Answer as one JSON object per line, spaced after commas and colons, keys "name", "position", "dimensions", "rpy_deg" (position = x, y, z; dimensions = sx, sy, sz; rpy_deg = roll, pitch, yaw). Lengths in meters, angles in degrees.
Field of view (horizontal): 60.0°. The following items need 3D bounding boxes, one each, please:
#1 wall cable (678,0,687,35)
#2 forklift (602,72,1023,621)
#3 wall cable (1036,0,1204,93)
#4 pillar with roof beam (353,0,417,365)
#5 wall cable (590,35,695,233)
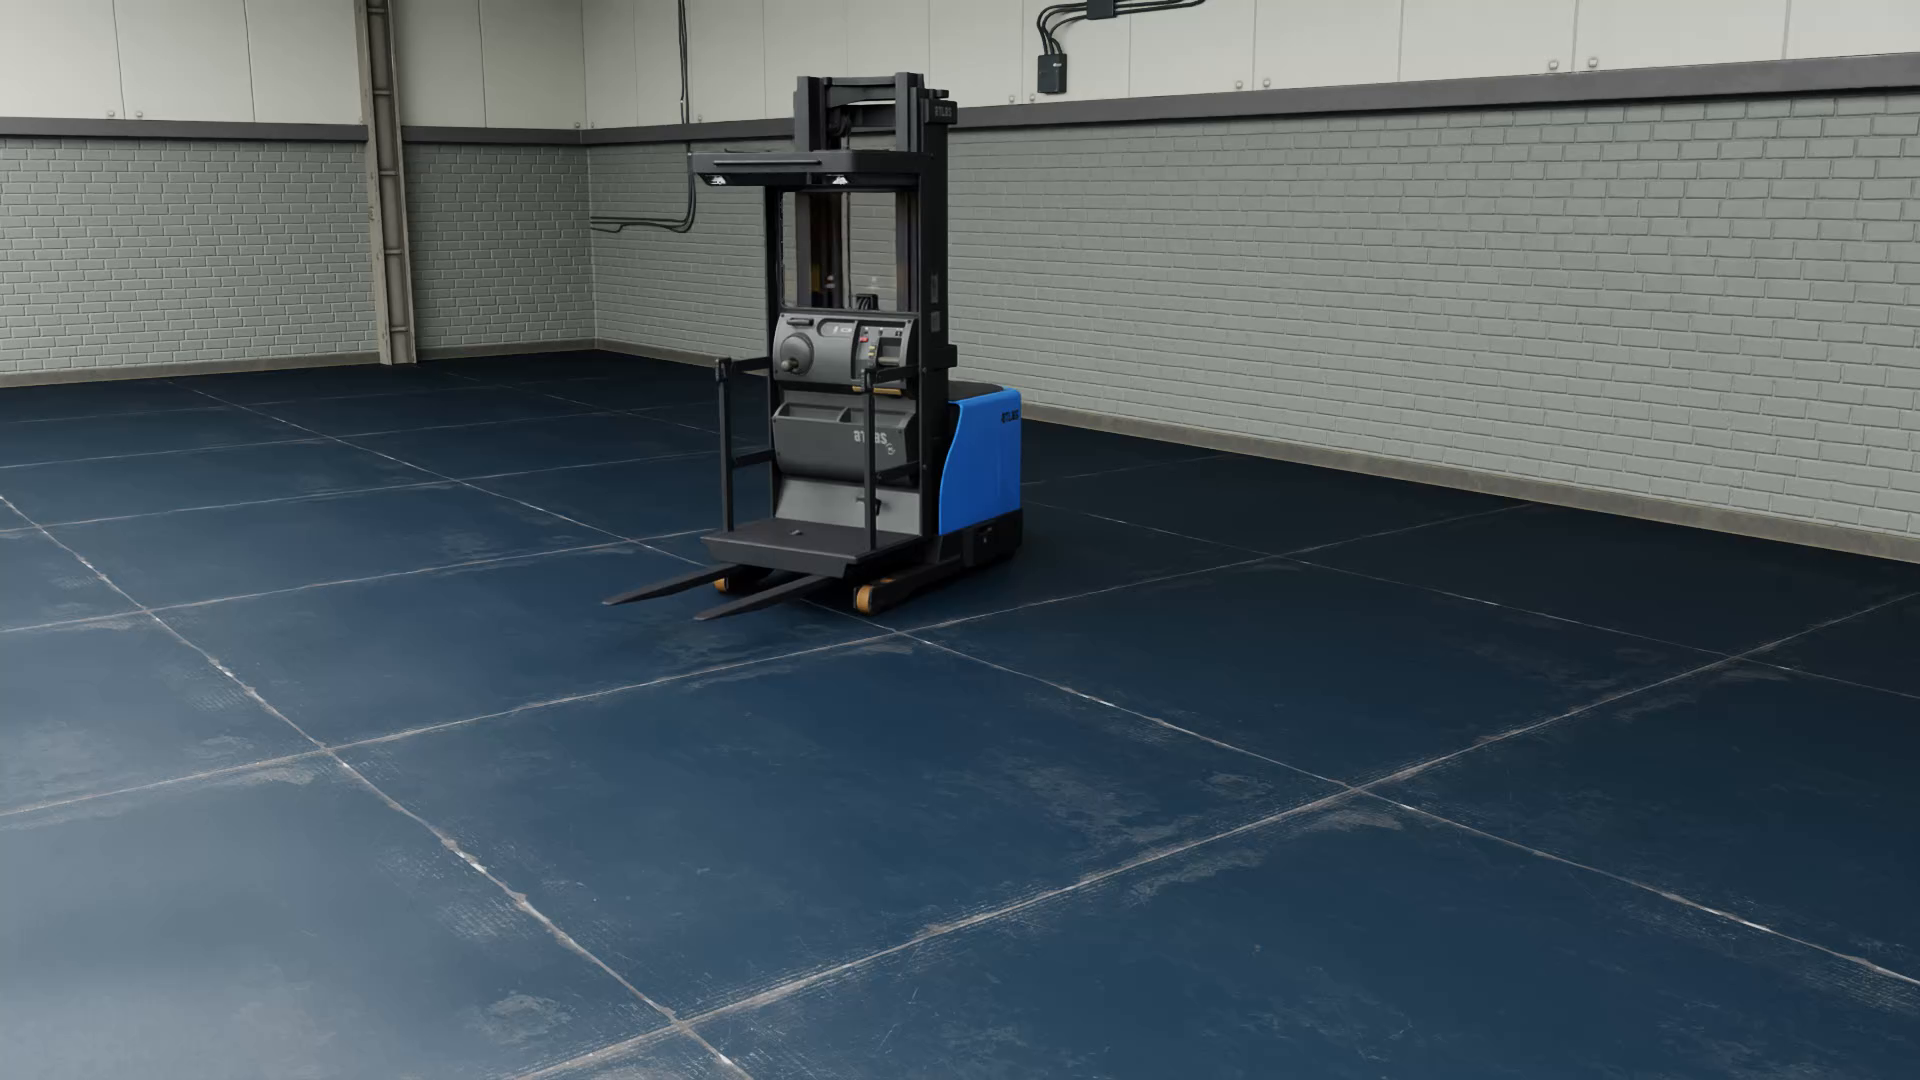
{"name": "wall cable", "position": [-2.733, -7.465, 19.937], "dimensions": [0.112, 2.526, 3.097], "rpy_deg": [-9, 15, -38]}
{"name": "forklift", "position": [-0.783, -1.129, 9.387], "dimensions": [1.130, 2.935, 3.031], "rpy_deg": [7, 14, 30]}
{"name": "wall cable", "position": [1.495, -7.074, 14.591], "dimensions": [0.169, 6.003, 2.305], "rpy_deg": [-9, 15, -38]}
{"name": "pillar with roof beam", "position": [-4.860, -6.086, 18.127], "dimensions": [0.400, 9.000, 9.100], "rpy_deg": [-9, 15, -38]}
{"name": "wall cable", "position": [-4.423, -5.434, 22.528], "dimensions": [0.112, 2.526, 3.097], "rpy_deg": [-9, 15, -38]}
